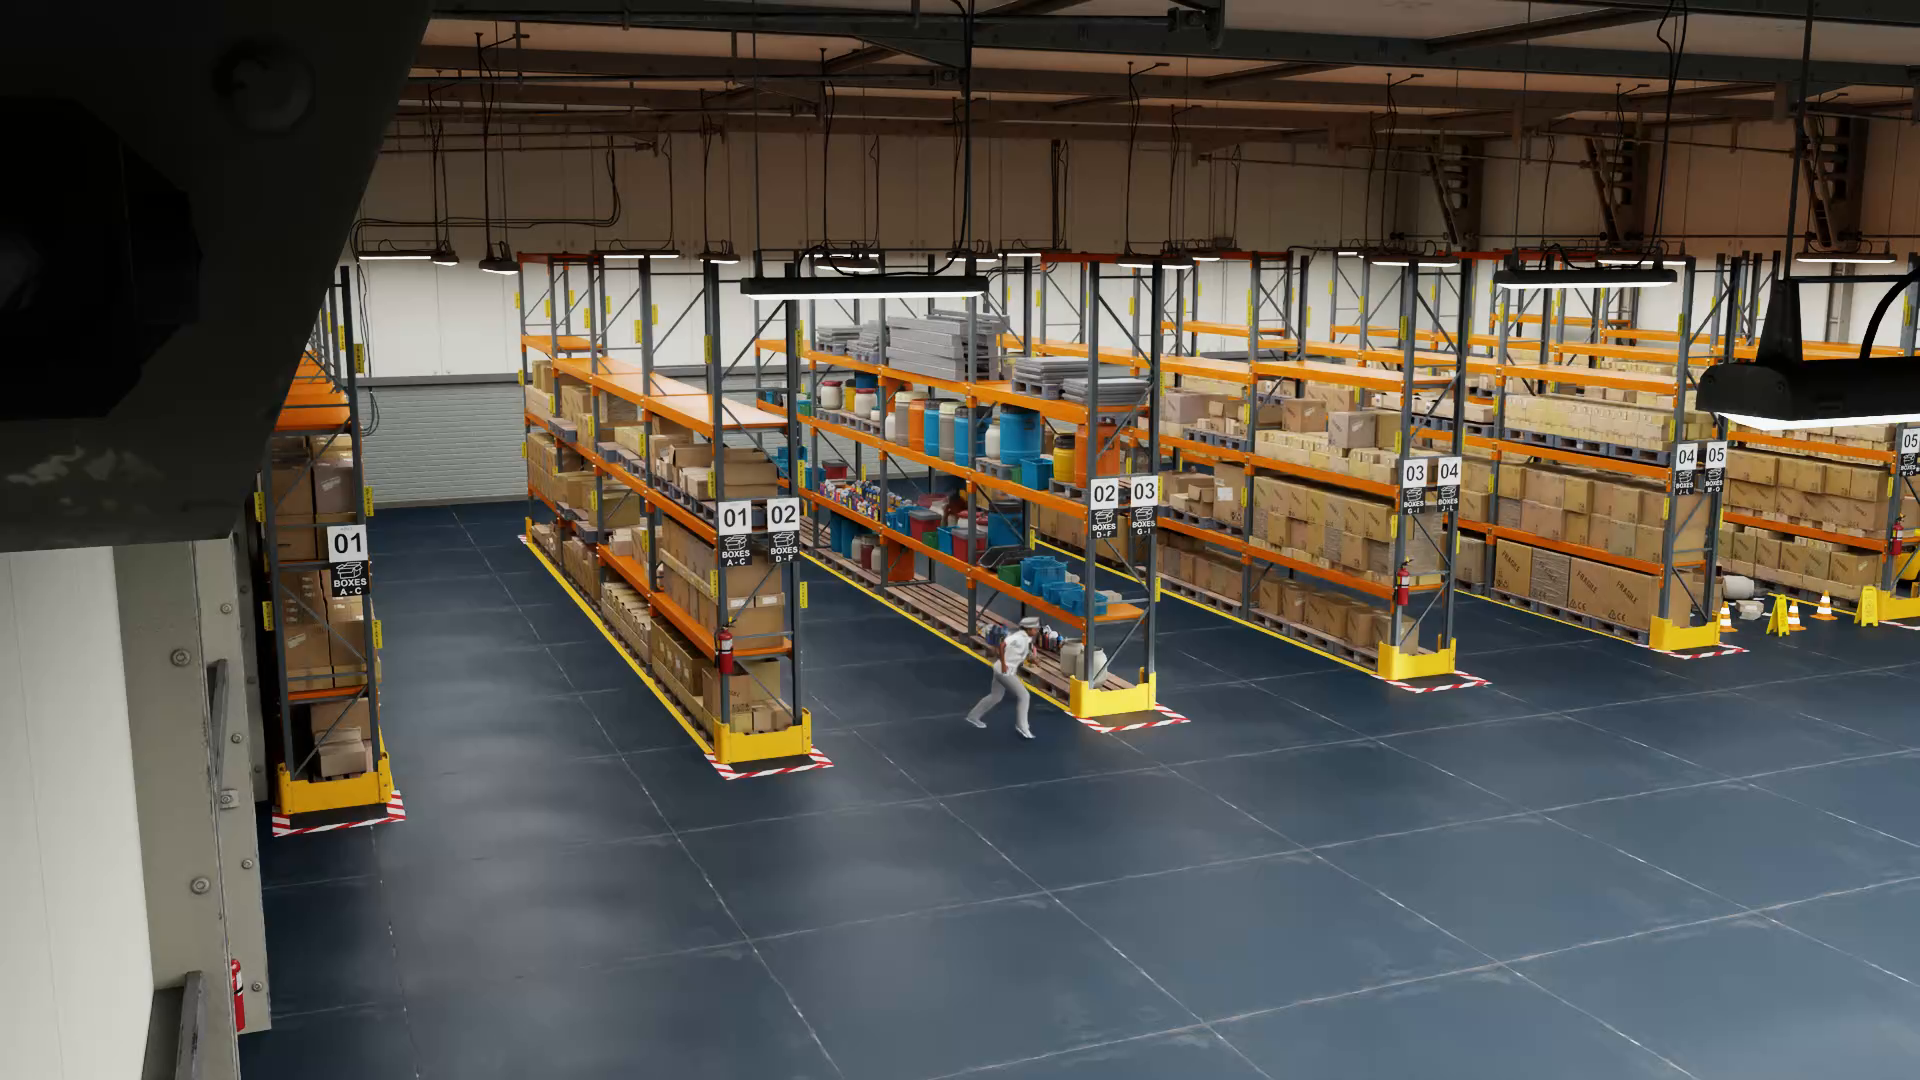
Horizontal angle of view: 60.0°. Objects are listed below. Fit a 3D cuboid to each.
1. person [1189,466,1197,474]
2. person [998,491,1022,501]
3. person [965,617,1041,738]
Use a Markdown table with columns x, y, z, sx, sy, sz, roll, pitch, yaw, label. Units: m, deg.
| x | y | z | sx | sy | sz | roll | pitch | yaw | label |
| --- | --- | --- | --- | --- | --- | --- | --- | --- | --- |
| 4.912 | -0.940 | 36.019 | 0.584 | 1.441 | 1.071 | -2 | 10 | -9 | person |
| 1.109 | -0.498 | 33.176 | 0.589 | 1.688 | 0.745 | -4 | 11 | -20 | person |
| 0.543 | 1.764 | 21.202 | 0.979 | 1.622 | 0.618 | 2 | 11 | 11 | person |
